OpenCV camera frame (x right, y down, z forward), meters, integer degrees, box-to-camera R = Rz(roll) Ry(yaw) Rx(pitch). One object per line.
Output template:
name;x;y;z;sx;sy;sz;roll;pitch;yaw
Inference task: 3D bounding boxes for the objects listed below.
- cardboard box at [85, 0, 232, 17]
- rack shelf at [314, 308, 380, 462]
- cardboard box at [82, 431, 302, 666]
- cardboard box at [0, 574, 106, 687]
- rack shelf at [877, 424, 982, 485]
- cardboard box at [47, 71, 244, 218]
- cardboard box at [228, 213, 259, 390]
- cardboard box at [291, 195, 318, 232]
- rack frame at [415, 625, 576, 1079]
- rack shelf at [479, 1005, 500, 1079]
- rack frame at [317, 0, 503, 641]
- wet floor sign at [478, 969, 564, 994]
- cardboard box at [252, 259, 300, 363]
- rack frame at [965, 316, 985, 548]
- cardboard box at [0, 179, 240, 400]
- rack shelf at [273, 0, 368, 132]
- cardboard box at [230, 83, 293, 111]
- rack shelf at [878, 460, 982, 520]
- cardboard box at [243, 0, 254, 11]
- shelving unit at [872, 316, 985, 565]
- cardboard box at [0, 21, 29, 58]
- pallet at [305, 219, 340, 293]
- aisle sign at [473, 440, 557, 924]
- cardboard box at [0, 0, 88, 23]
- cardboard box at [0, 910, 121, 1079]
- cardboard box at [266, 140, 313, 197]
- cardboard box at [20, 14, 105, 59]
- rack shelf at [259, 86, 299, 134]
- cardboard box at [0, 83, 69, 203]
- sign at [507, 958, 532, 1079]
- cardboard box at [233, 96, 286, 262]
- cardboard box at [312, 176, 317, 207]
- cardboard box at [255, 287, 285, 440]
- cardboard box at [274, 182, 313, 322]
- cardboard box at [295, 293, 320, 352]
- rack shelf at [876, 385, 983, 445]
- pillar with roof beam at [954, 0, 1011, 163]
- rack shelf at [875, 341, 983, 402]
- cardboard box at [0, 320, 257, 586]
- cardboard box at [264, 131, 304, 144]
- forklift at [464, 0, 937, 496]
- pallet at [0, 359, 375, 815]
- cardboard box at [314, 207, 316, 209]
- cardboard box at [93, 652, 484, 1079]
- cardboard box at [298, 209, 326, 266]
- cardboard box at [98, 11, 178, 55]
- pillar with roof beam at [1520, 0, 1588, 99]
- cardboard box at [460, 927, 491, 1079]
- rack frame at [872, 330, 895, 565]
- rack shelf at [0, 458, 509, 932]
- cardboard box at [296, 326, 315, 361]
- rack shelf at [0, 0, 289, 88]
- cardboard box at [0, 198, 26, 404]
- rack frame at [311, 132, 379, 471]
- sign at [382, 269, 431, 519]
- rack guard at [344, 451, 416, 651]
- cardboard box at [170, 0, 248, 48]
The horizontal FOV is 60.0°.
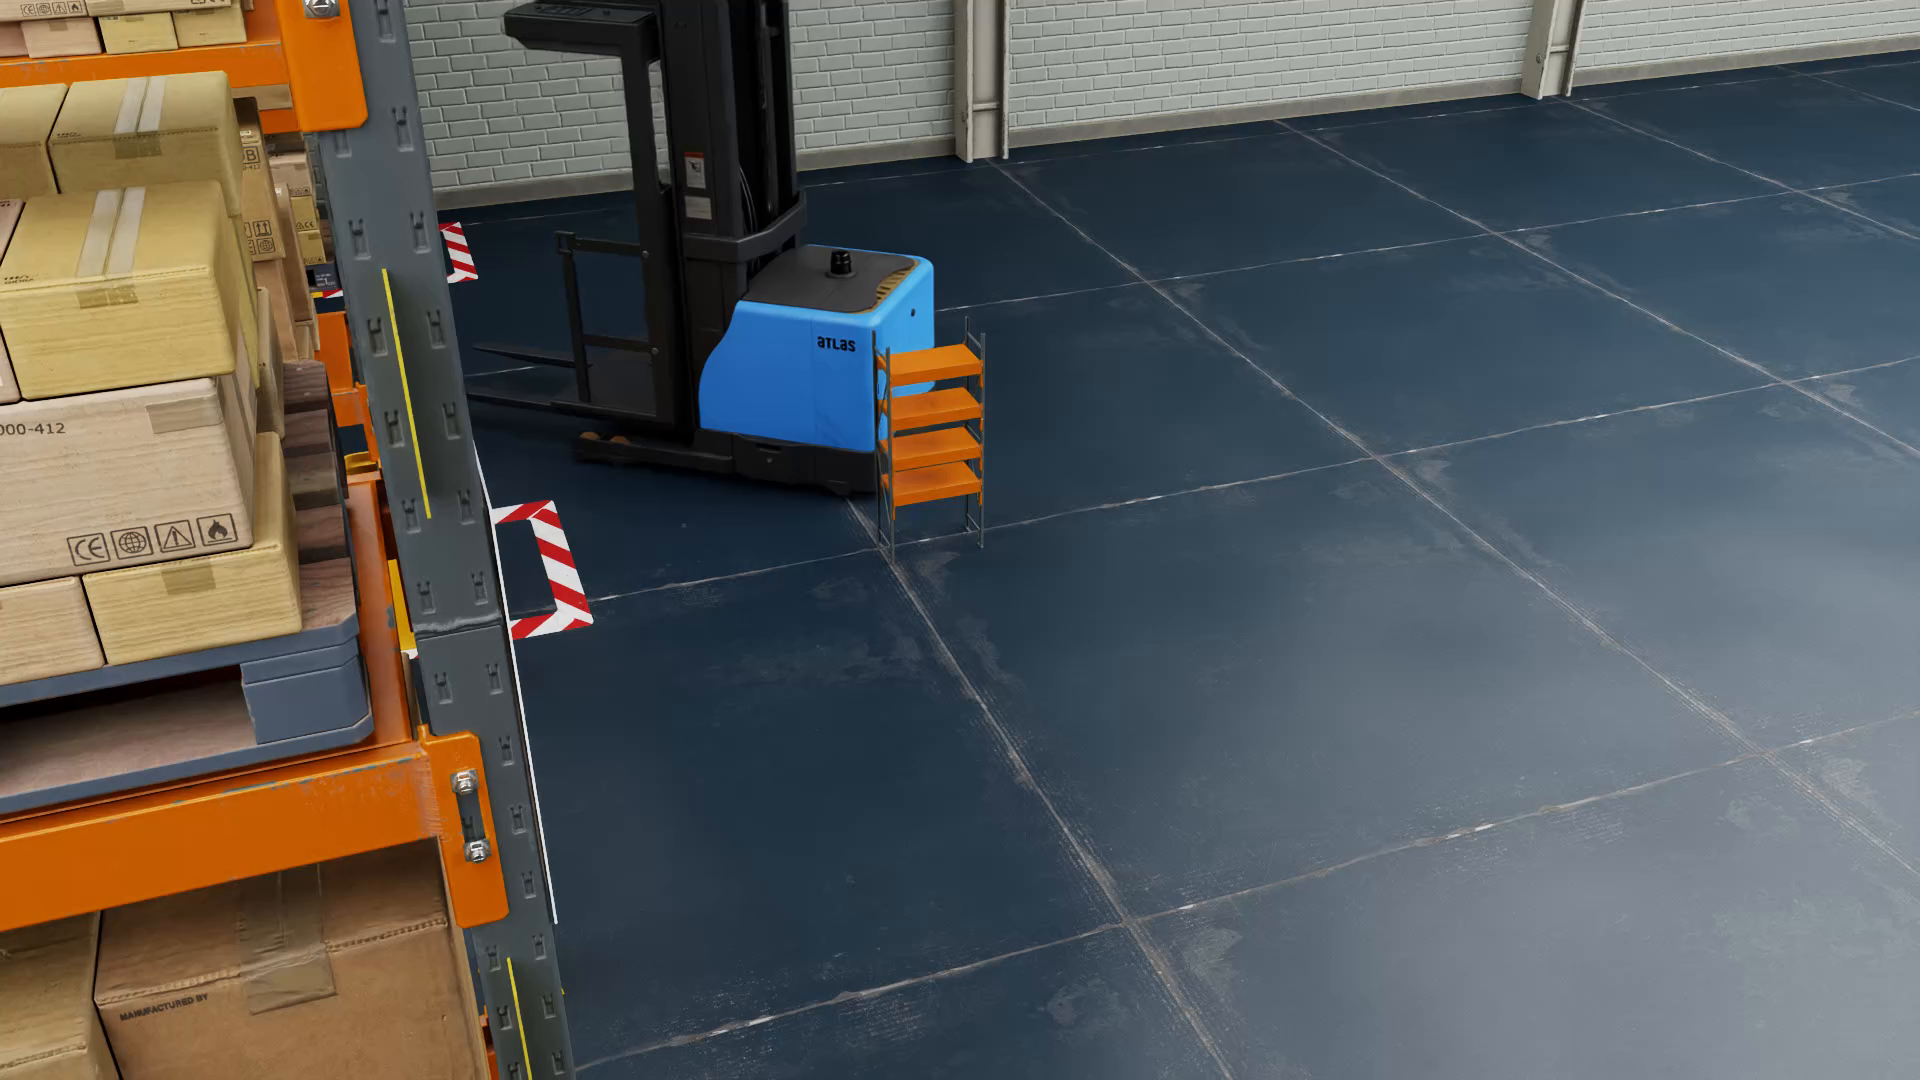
cardboard box;-3.118;-2.225;6.447;0.500;0.250;0.500;-11;31;-18
rack shelf;-4.607;-0.414;7.172;4.000;0.370;1.077;-10;31;-18
cardboard box;-1.105;0.002;2.414;0.250;0.149;0.380;-11;31;-18
cardboard box;-1.342;0.045;2.338;0.250;0.149;0.380;-10;31;-17
rack shelf;-0.155;-0.434;8.436;0.480;0.148;0.258;-10;31;-18
cardboard box;-1.336;-0.649;2.751;0.250;0.149;0.380;-10;31;-17
cardboard box;-1.454;-0.421;2.755;0.500;0.250;0.500;-11;31;-18
cardboard box;-4.814;-2.350;11.692;0.500;0.250;0.500;-11;31;-18
rack frame;-0.912;1.208;3.600;0.127;3.000;1.000;-10;31;-18
rack shelf;-2.786;1.866;3.172;4.000;0.370;1.077;-10;31;-18
rack frame;-0.912;-1.399;2.115;0.127;3.000;1.000;-10;31;-18
wet floor sign;-1.575;1.307;5.804;0.232;0.644;0.267;-16;33;-26
cardboard box;-3.145;-1.023;7.113;0.500;0.500;0.500;-11;31;-19
rack frame;0.074;-0.535;8.477;0.015;1.200;0.240;-10;31;-18
cardboard box;-1.109;-0.343;2.215;0.250;0.149;0.380;-10;31;-17
rack shelf;-2.786;-0.567;1.786;4.000;0.370;1.077;-10;31;-18
cardboard box;-4.837;-3.210;11.254;0.500;0.500;0.500;-11;32;-19
rack shelf;-0.155;-0.262;8.534;0.480;0.148;0.258;-10;31;-18
cardboard box;-3.157;-2.359;7.084;0.250;0.149;0.380;-10;31;-18
shelving unit;-0.155;-0.493;8.403;0.503;1.200;0.258;-10;31;-18
cardboard box;-3.713;-1.973;6.407;0.250;0.149;0.380;-10;31;-17
pallet;-5.169;-2.011;12.066;1.213;0.211;1.003;-10;31;-18
aisle sign;-0.741;0.205;2.734;0.004;0.787;0.394;-10;31;-18
cardboard box;-3.595;-2.145;6.306;0.500;0.250;0.500;-11;31;-18
cardboard box;-1.756;0.857;2.973;0.550;0.550;0.875;-10;31;-18
cardboard box;-4.790;-2.572;11.577;0.500;0.250;0.500;-9;31;-16
cardboard box;-3.452;-1.986;6.429;0.250;0.149;0.380;-9;31;-16
rack shelf;-6.341;-2.716;11.213;4.000;0.370;1.077;-10;31;-18
cardboard box;-1.571;-0.606;2.676;0.250;0.149;0.380;-10;31;-17
sign;-0.736;0.856;2.809;0.005;0.325;0.100;-10;31;-18
cardboard box;-3.135;-1.489;6.922;0.500;0.500;0.700;-11;32;-19
cardboard box;-4.980;-2.594;12.121;0.500;0.250;0.500;-10;31;-17
cardboard box;-1.345;-0.302;2.948;0.250;0.149;0.380;-10;31;-17
cardboard box;-3.273;-1.291;7.584;0.500;0.500;0.500;-11;31;-18
cardboard box;-3.123;-1.000;7.728;0.250;0.149;0.380;-10;31;-17
rack shelf;-0.155;-0.629;8.325;0.480;0.148;0.258;-10;31;-18
pillar with roof beam;1.691;-5.317;8.991;0.400;9.000;9.100;-10;31;-18
rack shelf;-0.155;-0.834;8.208;0.480;0.148;0.258;-10;31;-18
cardboard box;-1.273;-0.171;2.316;0.500;0.250;0.500;-10;31;-17
cardboard box;-4.983;-2.801;11.979;0.500;0.250;0.500;-11;31;-18
forklift;-1.710;-1.934;9.183;3.031;2.935;1.130;9;31;15
pallet;-1.603;0.076;2.646;1.213;0.211;1.003;-10;31;-18
cardboard box;-4.995;-2.367;12.228;0.500;0.250;0.500;-10;31;-17
cardboard box;-1.273;0.720;3.215;0.550;0.550;0.875;-10;31;-18
cardboard box;-4.797;-2.134;11.818;0.500;0.250;0.500;-10;31;-17
cardboard box;-3.191;-2.016;6.482;0.250;0.149;0.380;-10;31;-17
pillar with roof beam;7.314;-6.352;10.809;0.400;9.000;9.100;-10;31;-18
cardboard box;-1.244;1.228;3.413;0.550;0.550;0.875;-10;31;-18
rack frame;-0.384;-0.451;8.329;0.015;1.200;0.240;-10;31;-18
rack shelf;-2.786;0.562;2.429;4.000;0.370;1.077;-10;31;-18
cardboard box;-3.008;-0.798;7.375;0.250;0.149;0.380;-9;31;-16
rack shelf;-4.607;-1.717;6.430;4.000;0.370;1.077;-10;31;-18
cardboard box;-1.344;-0.301;2.141;0.250;0.149;0.380;-10;31;-17
rack frame;-2.733;-1.071;7.600;0.127;3.000;1.000;-10;31;-18
sign;-0.736;-0.192;2.212;0.005;0.325;0.100;-10;31;-18
rack guard;-2.804;0.028;8.196;0.348;0.500;1.175;-10;31;-18
cardboard box;-2.969;-2.074;6.584;0.250;0.149;0.380;-10;31;-17
